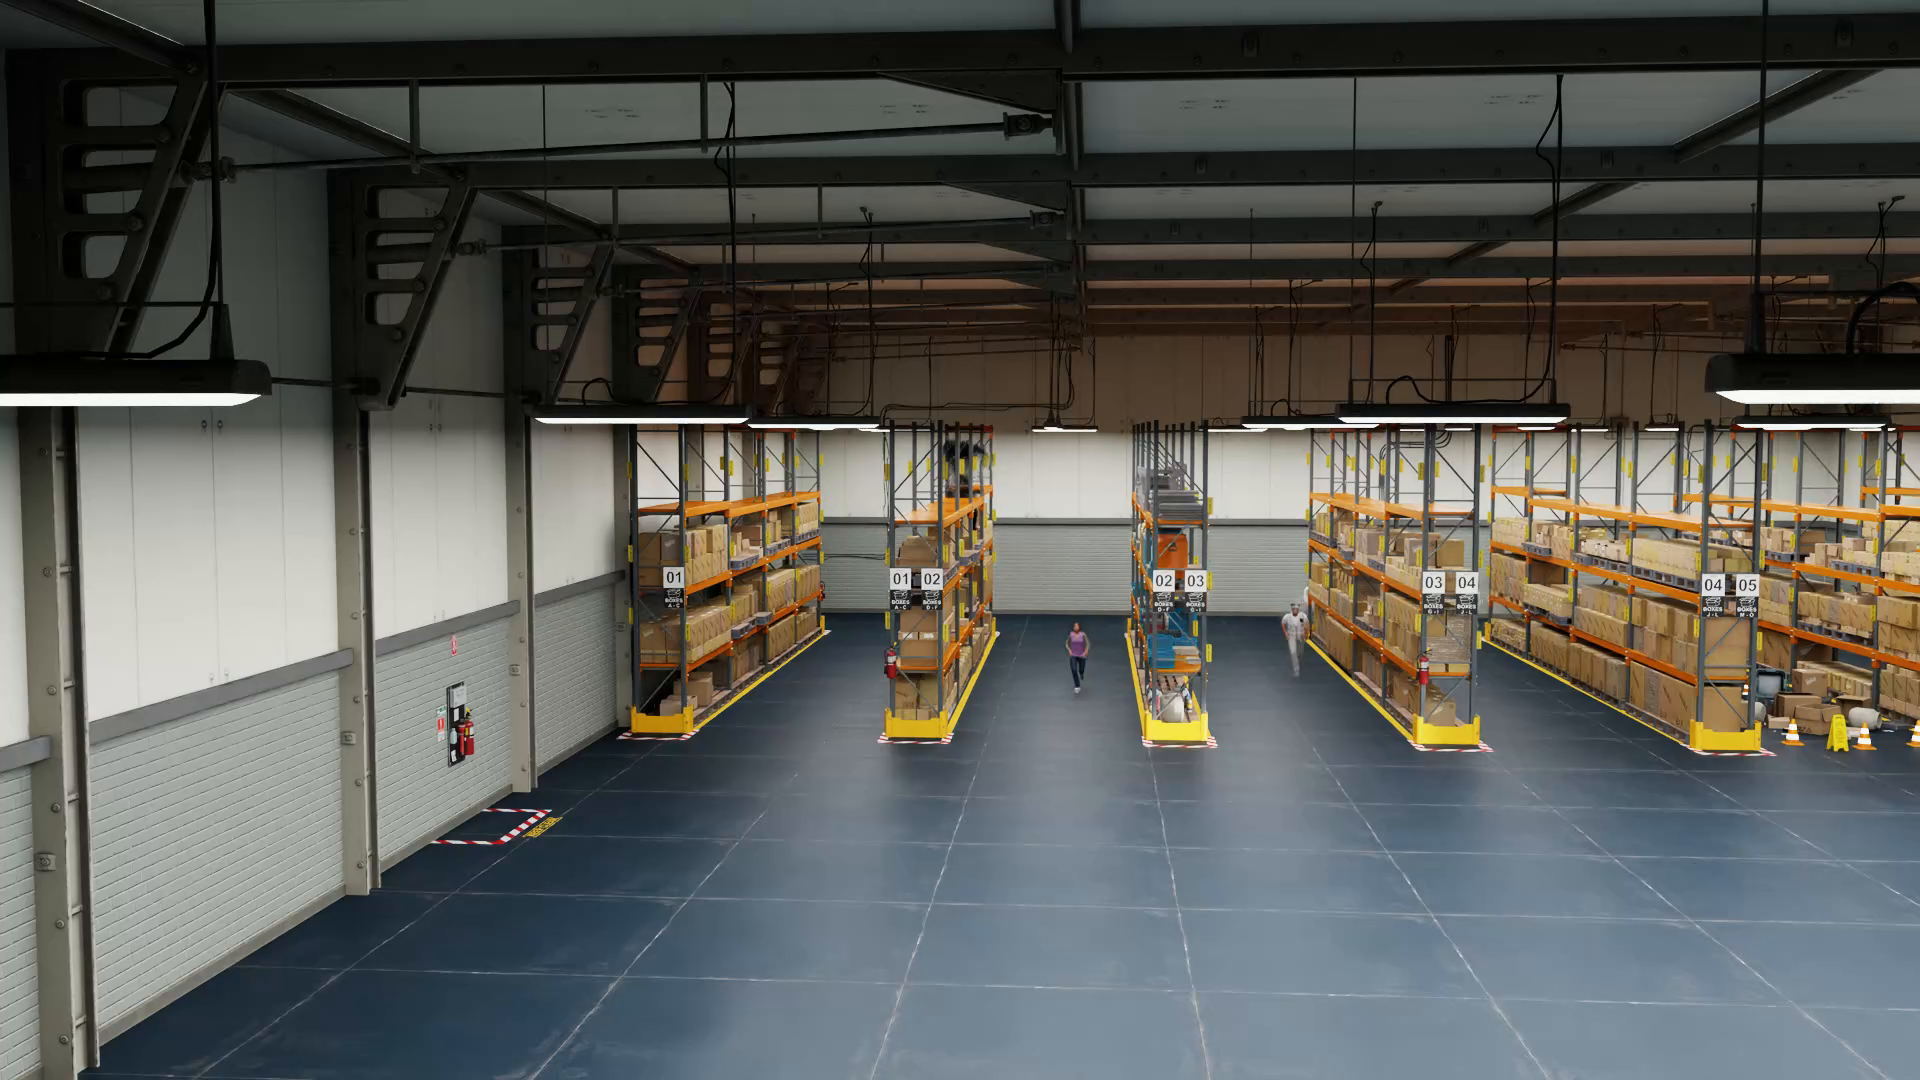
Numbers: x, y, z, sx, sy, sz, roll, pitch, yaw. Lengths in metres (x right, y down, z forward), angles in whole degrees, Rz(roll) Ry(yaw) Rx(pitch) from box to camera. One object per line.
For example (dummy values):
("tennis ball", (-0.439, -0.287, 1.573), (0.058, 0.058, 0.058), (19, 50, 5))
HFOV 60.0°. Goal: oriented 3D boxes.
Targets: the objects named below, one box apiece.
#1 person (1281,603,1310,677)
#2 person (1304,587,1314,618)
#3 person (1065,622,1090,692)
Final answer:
("person", (8.023, 2.362, 39.802), (0.663, 1.776, 1.014), (0, 4, 4))
("person", (10.092, 1.880, 47.697), (0.830, 1.688, 0.597), (1, 4, 11))
("person", (2.627, 2.608, 37.237), (0.564, 1.560, 0.599), (0, 4, 6))
